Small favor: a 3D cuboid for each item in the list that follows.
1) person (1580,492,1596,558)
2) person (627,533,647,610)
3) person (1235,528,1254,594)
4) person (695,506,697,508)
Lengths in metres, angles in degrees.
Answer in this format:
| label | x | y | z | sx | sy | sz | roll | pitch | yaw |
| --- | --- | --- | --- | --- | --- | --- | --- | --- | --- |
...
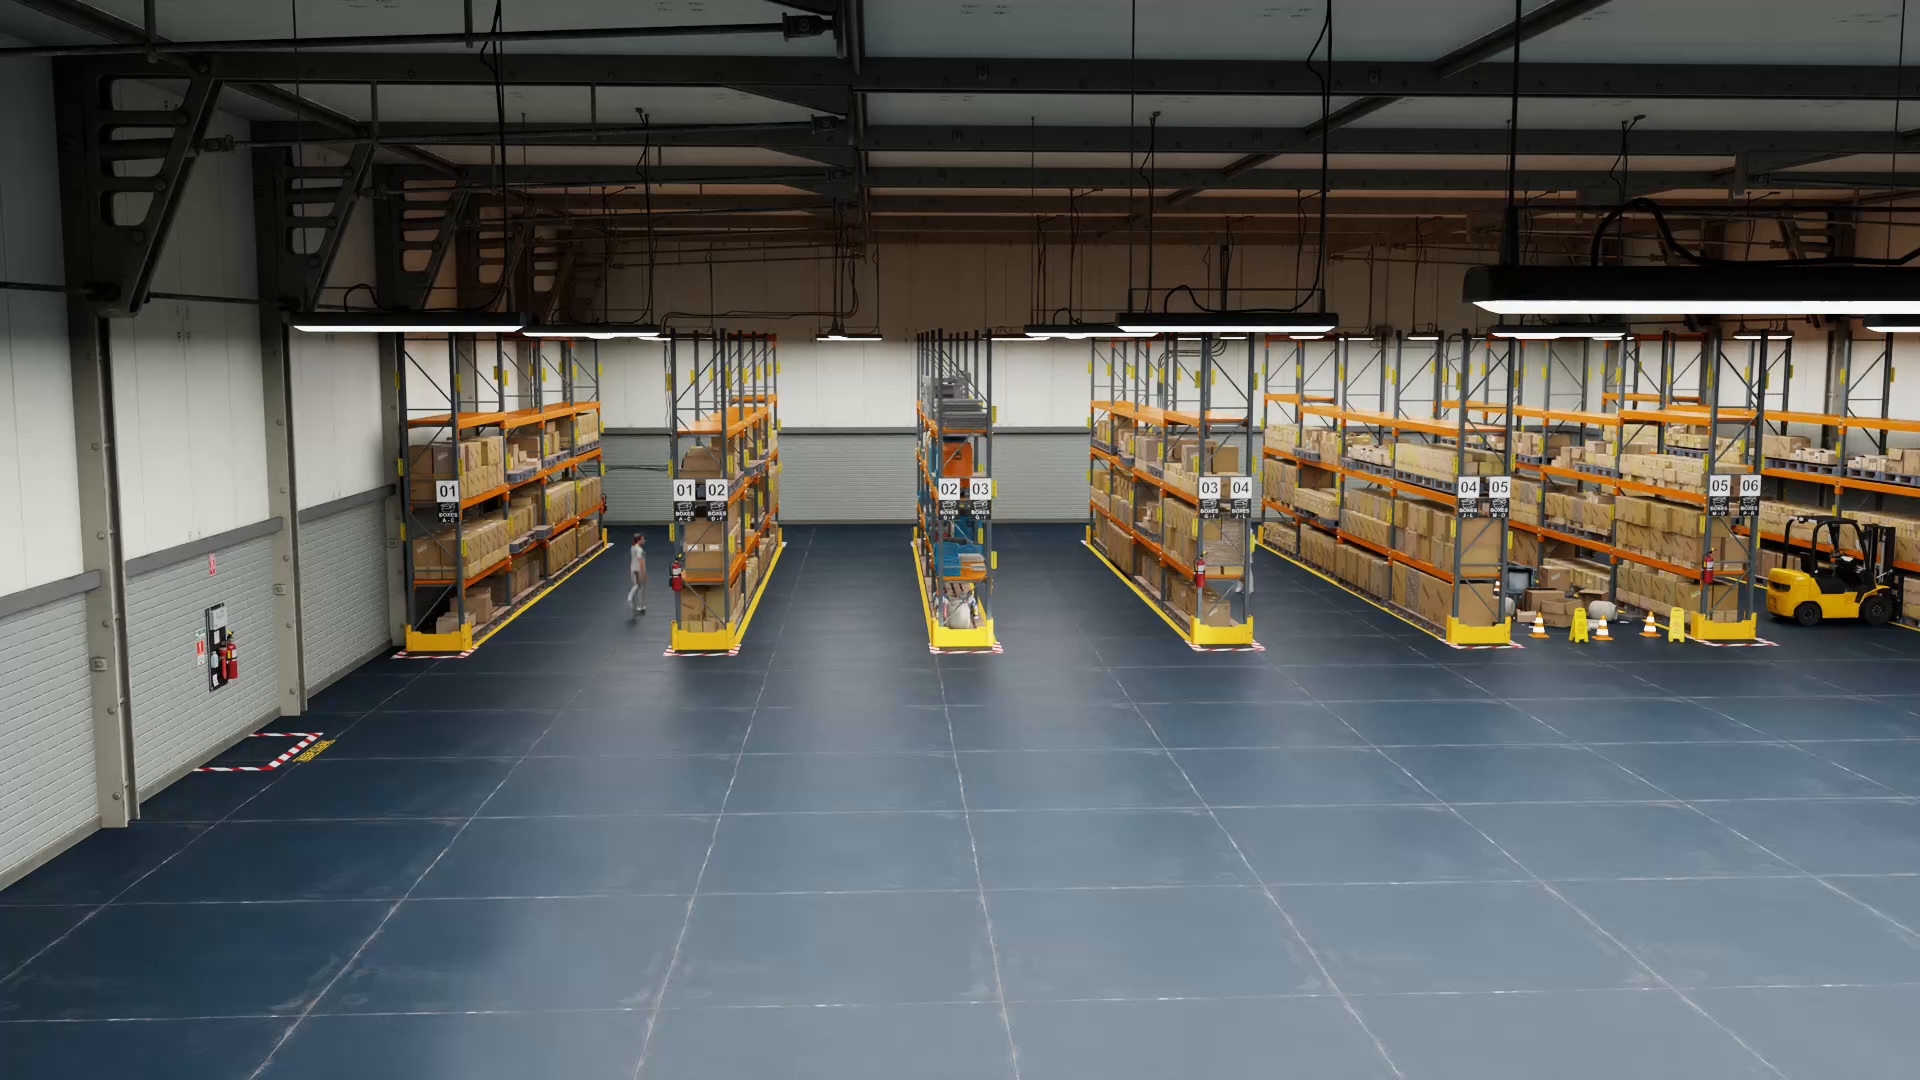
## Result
| label | x | y | z | sx | sy | sz | roll | pitch | yaw |
| --- | --- | --- | --- | --- | --- | --- | --- | --- | --- |
| person | 16.839 | -0.417 | 44.659 | 0.523 | 1.780 | 0.588 | 2 | 7 | 17 |
| person | -6.925 | 0.681 | 35.676 | 0.434 | 1.666 | 0.523 | 4 | 8 | 31 |
| person | 6.531 | 0.324 | 38.316 | 0.422 | 1.794 | 0.584 | -6 | 9 | -40 |
| person | -7.457 | -0.689 | 46.944 | 0.488 | 1.792 | 0.601 | 2 | 7 | 14 |
